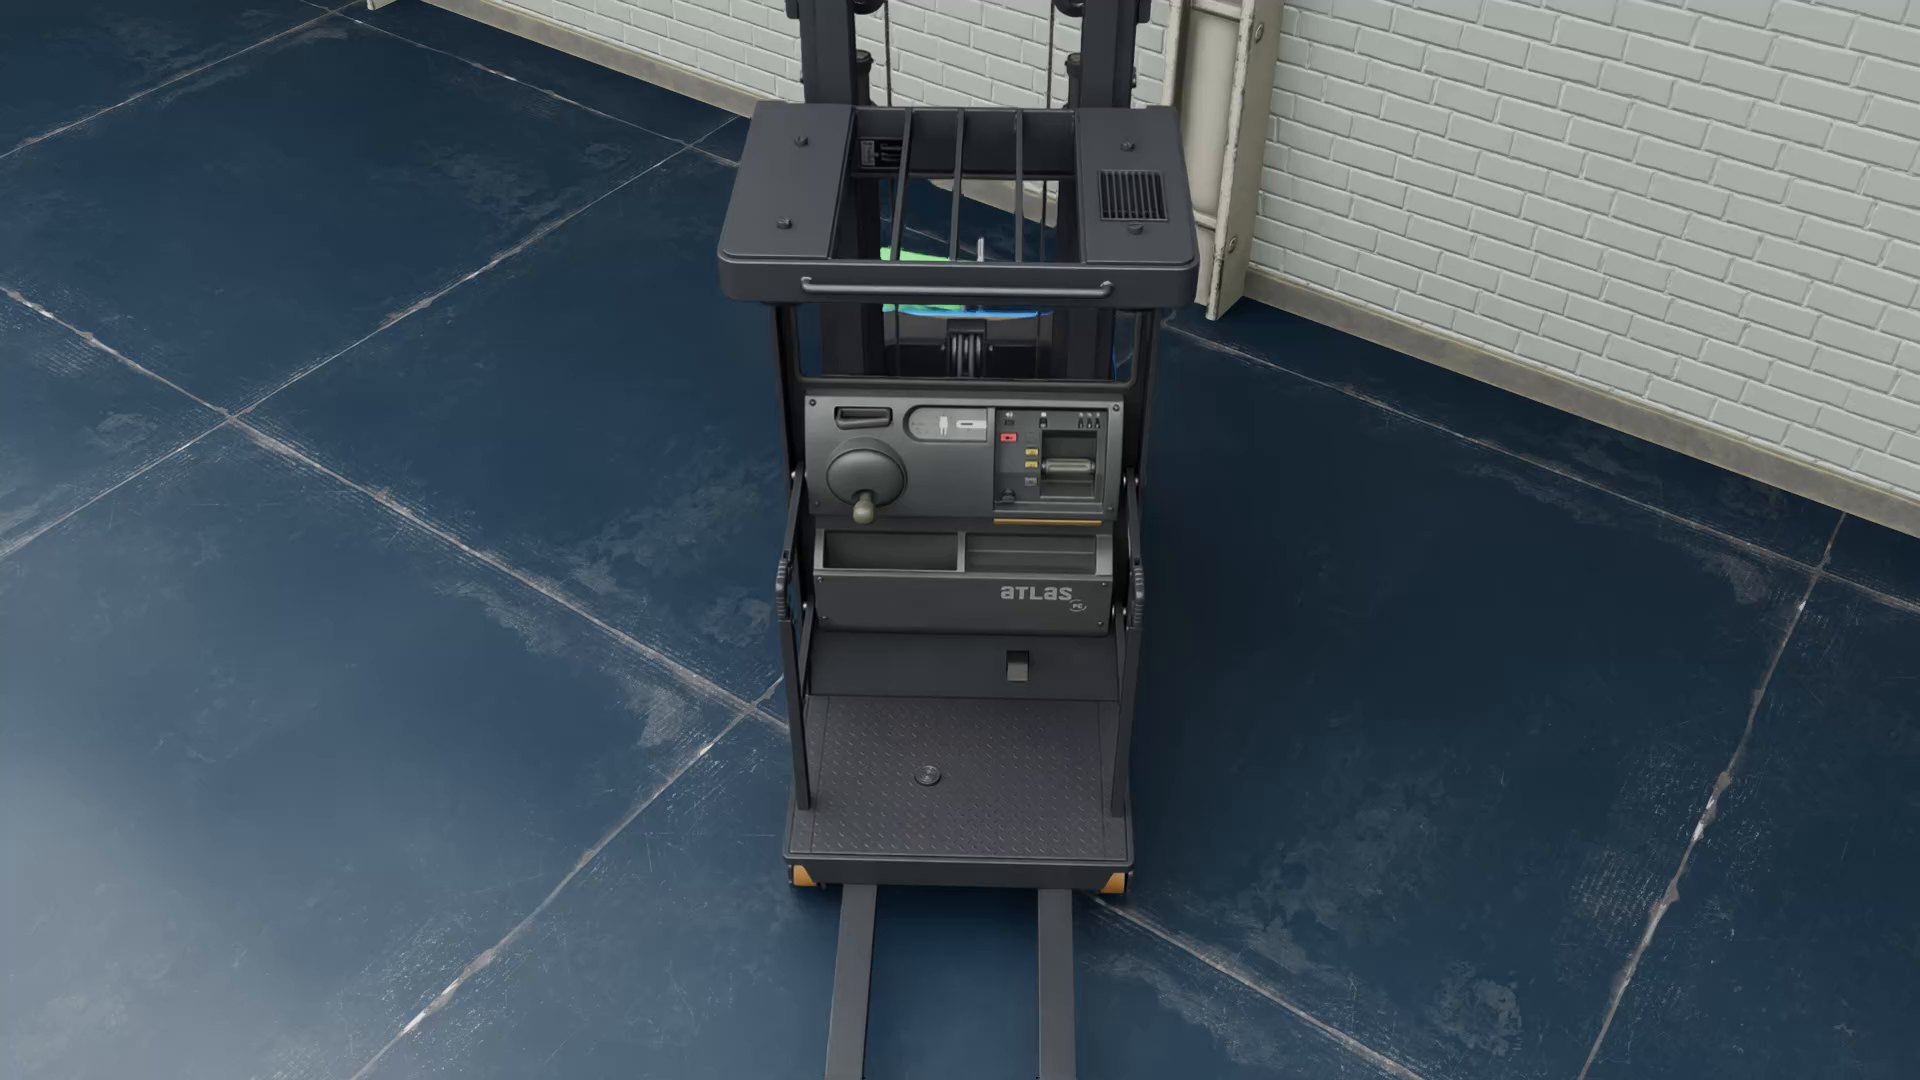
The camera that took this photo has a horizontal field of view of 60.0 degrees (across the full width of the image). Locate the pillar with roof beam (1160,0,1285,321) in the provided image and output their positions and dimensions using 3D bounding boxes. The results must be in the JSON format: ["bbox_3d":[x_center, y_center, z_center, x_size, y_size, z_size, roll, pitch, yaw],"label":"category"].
[{"bbox_3d":[-1.331,-2.204,2.464,0.400,9.000,9.100,25,48,25],"label":"pillar with roof beam"}]

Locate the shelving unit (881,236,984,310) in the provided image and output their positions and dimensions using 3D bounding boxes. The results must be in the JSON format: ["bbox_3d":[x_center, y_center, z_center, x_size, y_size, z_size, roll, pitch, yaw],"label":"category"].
[{"bbox_3d":[-0.186,-0.664,6.592,0.503,1.200,0.258,12,43,13],"label":"shelving unit"}]

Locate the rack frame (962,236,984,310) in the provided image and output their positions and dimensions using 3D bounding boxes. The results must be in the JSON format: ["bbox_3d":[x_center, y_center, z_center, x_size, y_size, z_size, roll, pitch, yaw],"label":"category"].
[{"bbox_3d":[0.046,-0.614,6.537,0.015,1.200,0.240,12,43,13],"label":"rack frame"}]

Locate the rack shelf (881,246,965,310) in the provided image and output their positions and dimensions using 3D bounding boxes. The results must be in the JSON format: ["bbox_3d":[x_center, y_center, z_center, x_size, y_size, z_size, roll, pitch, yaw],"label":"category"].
[{"bbox_3d":[-0.186,-0.974,6.315,0.480,0.148,0.258,12,43,13],"label":"rack shelf"}]

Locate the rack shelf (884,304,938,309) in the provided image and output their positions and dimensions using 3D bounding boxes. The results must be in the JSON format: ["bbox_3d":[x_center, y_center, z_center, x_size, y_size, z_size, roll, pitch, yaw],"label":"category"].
[{"bbox_3d":[-0.186,-0.795,6.475,0.480,0.148,0.258,12,43,13],"label":"rack shelf"}]

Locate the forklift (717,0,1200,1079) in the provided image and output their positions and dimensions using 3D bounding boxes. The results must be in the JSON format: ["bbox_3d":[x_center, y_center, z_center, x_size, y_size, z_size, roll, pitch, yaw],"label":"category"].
[{"bbox_3d":[0.007,-0.155,4.725,1.130,2.935,3.031,1,42,1],"label":"forklift"}]
